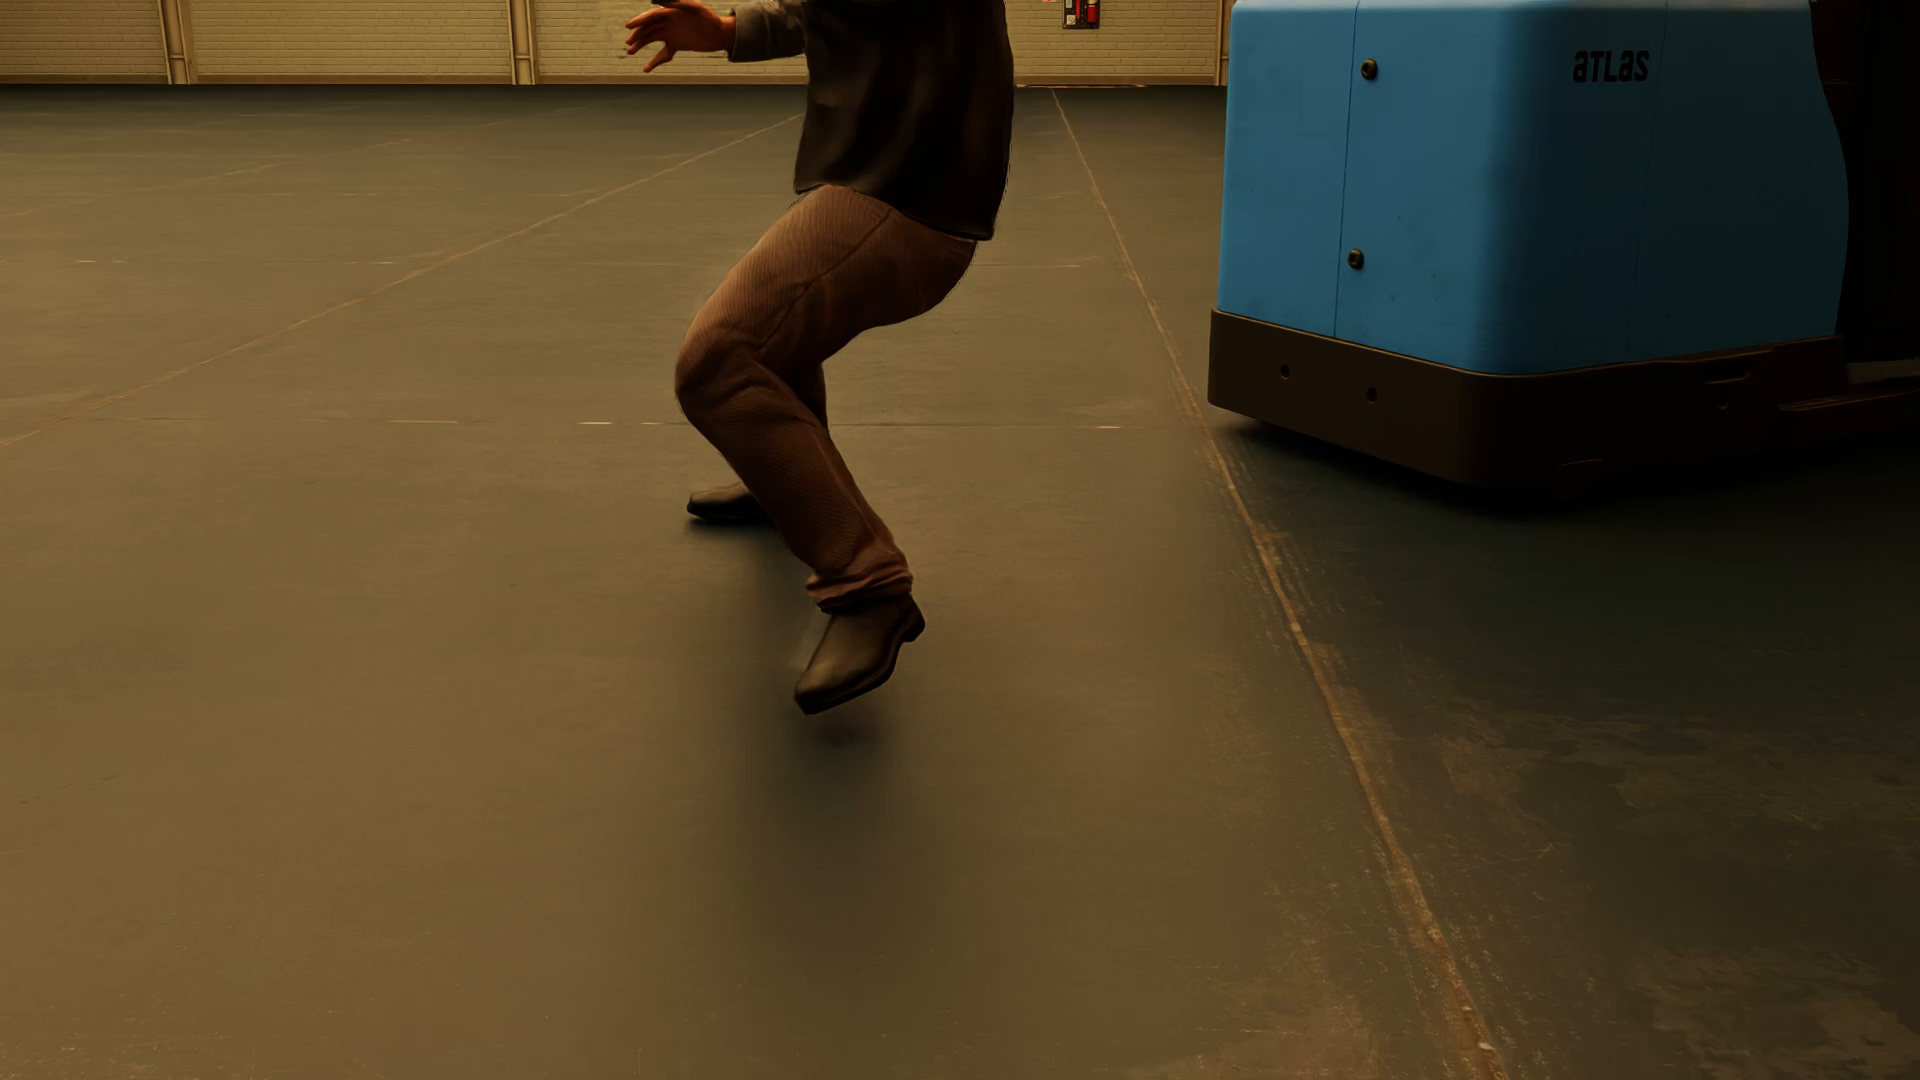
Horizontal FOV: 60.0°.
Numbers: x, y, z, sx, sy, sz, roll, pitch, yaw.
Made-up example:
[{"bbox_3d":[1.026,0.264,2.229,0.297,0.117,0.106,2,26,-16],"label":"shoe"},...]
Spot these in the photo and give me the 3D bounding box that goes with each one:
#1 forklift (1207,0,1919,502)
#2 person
[{"bbox_3d":[2.181,-1.773,4.138,3.031,2.935,1.130,-9,19,-27],"label":"forklift"},{"bbox_3d":[-0.263,-0.601,2.787,0.701,1.496,1.213,1,17,4],"label":"person"}]
